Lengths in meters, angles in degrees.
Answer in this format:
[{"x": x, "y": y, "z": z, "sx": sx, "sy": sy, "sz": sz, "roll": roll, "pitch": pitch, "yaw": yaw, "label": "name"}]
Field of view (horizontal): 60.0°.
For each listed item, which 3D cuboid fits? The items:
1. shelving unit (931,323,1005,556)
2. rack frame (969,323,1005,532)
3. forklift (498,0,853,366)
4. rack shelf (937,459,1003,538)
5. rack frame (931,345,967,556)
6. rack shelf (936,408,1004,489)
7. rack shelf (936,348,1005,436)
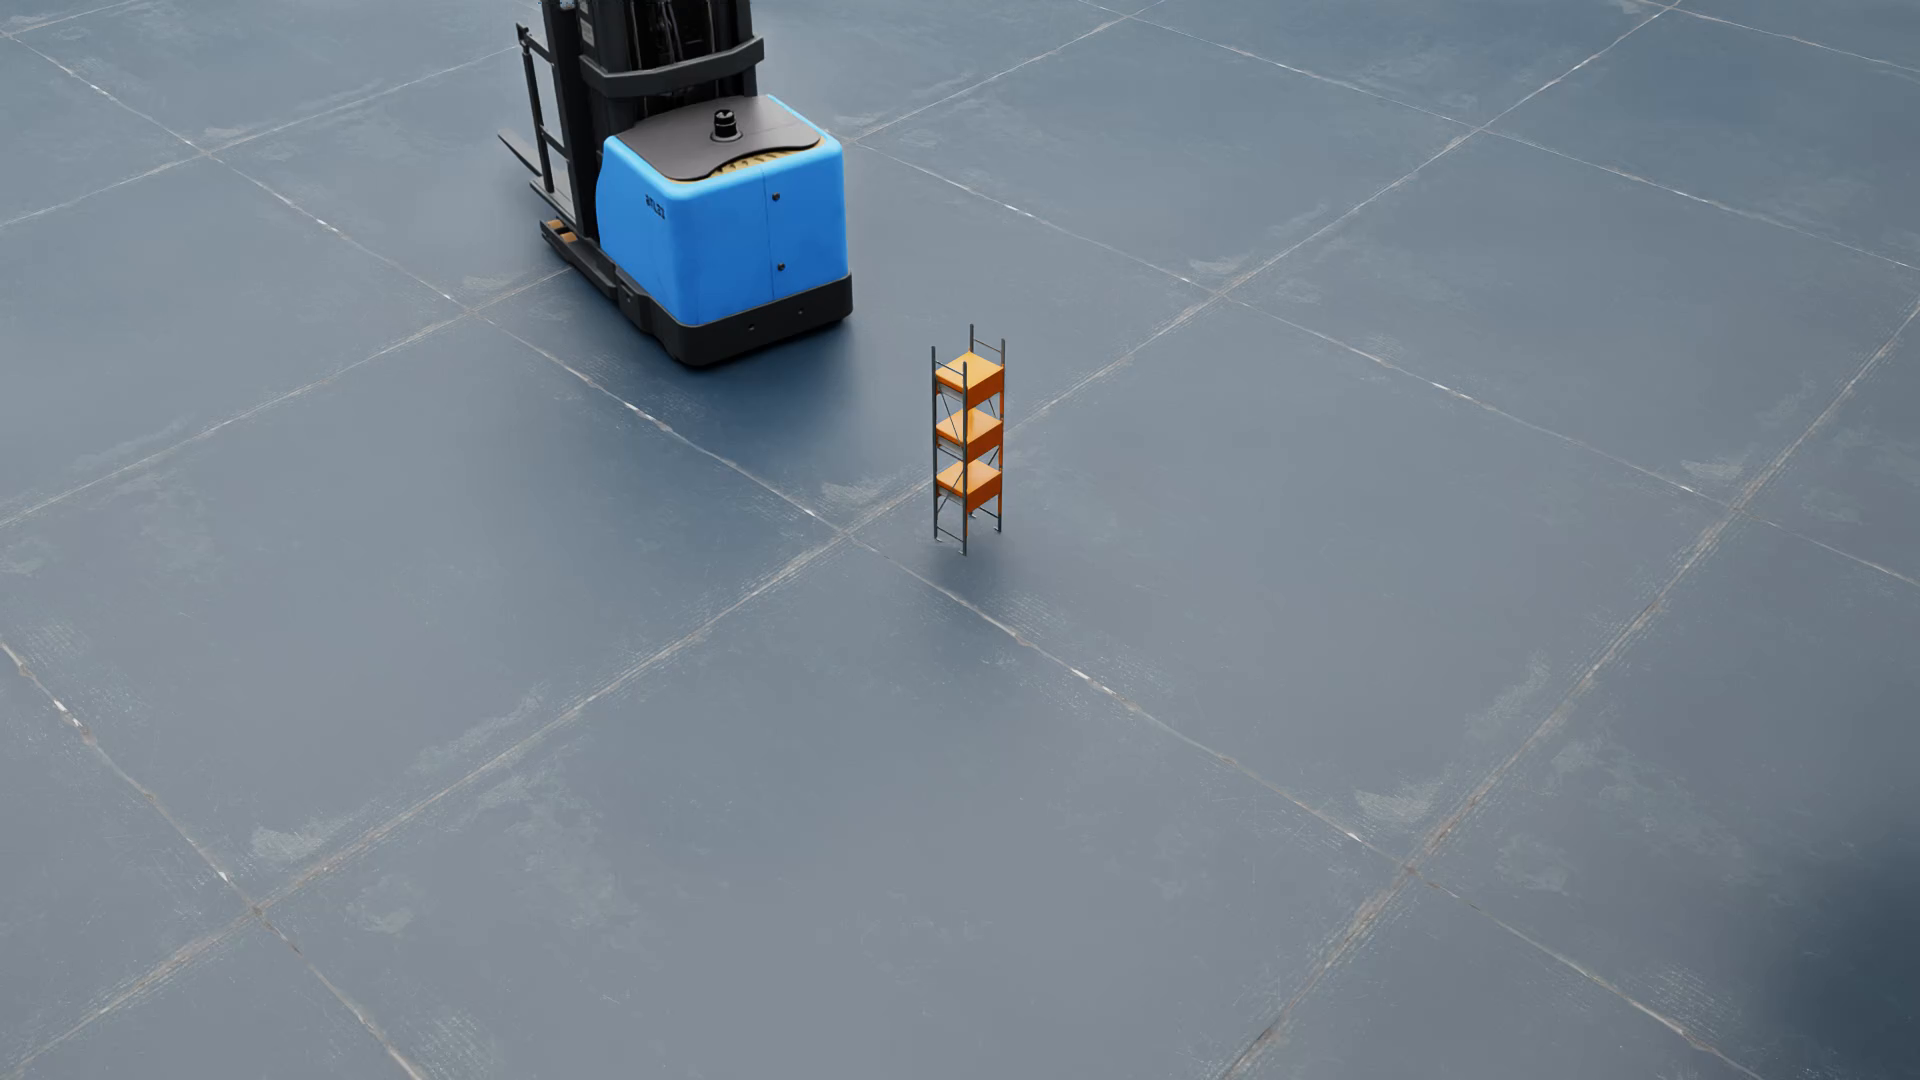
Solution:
[{"x": 0.036, "y": -0.435, "z": 7.454, "sx": 0.215, "sy": 1.050, "sz": 0.252, "roll": 30, "pitch": 47, "yaw": 32, "label": "shelving unit"}, {"x": 0.118, "y": -0.492, "z": 7.525, "sx": 0.200, "sy": 1.050, "sz": 0.008, "roll": 30, "pitch": 47, "yaw": 32, "label": "rack frame"}, {"x": -1.844, "y": -2.948, "z": 9.102, "sx": 1.130, "sy": 2.935, "sz": 3.031, "roll": -23, "pitch": 44, "yaw": -26, "label": "forklift"}, {"x": 0.036, "y": -0.210, "z": 7.634, "sx": 0.215, "sy": 0.259, "sz": 0.240, "roll": 30, "pitch": 47, "yaw": 32, "label": "rack shelf"}, {"x": -0.046, "y": -0.379, "z": 7.384, "sx": 0.200, "sy": 1.050, "sz": 0.008, "roll": 30, "pitch": 47, "yaw": 32, "label": "rack frame"}, {"x": 0.036, "y": -0.427, "z": 7.461, "sx": 0.215, "sy": 0.259, "sz": 0.240, "roll": 30, "pitch": 47, "yaw": 32, "label": "rack shelf"}, {"x": 0.036, "y": -0.649, "z": 7.284, "sx": 0.215, "sy": 0.259, "sz": 0.240, "roll": 30, "pitch": 47, "yaw": 32, "label": "rack shelf"}]
